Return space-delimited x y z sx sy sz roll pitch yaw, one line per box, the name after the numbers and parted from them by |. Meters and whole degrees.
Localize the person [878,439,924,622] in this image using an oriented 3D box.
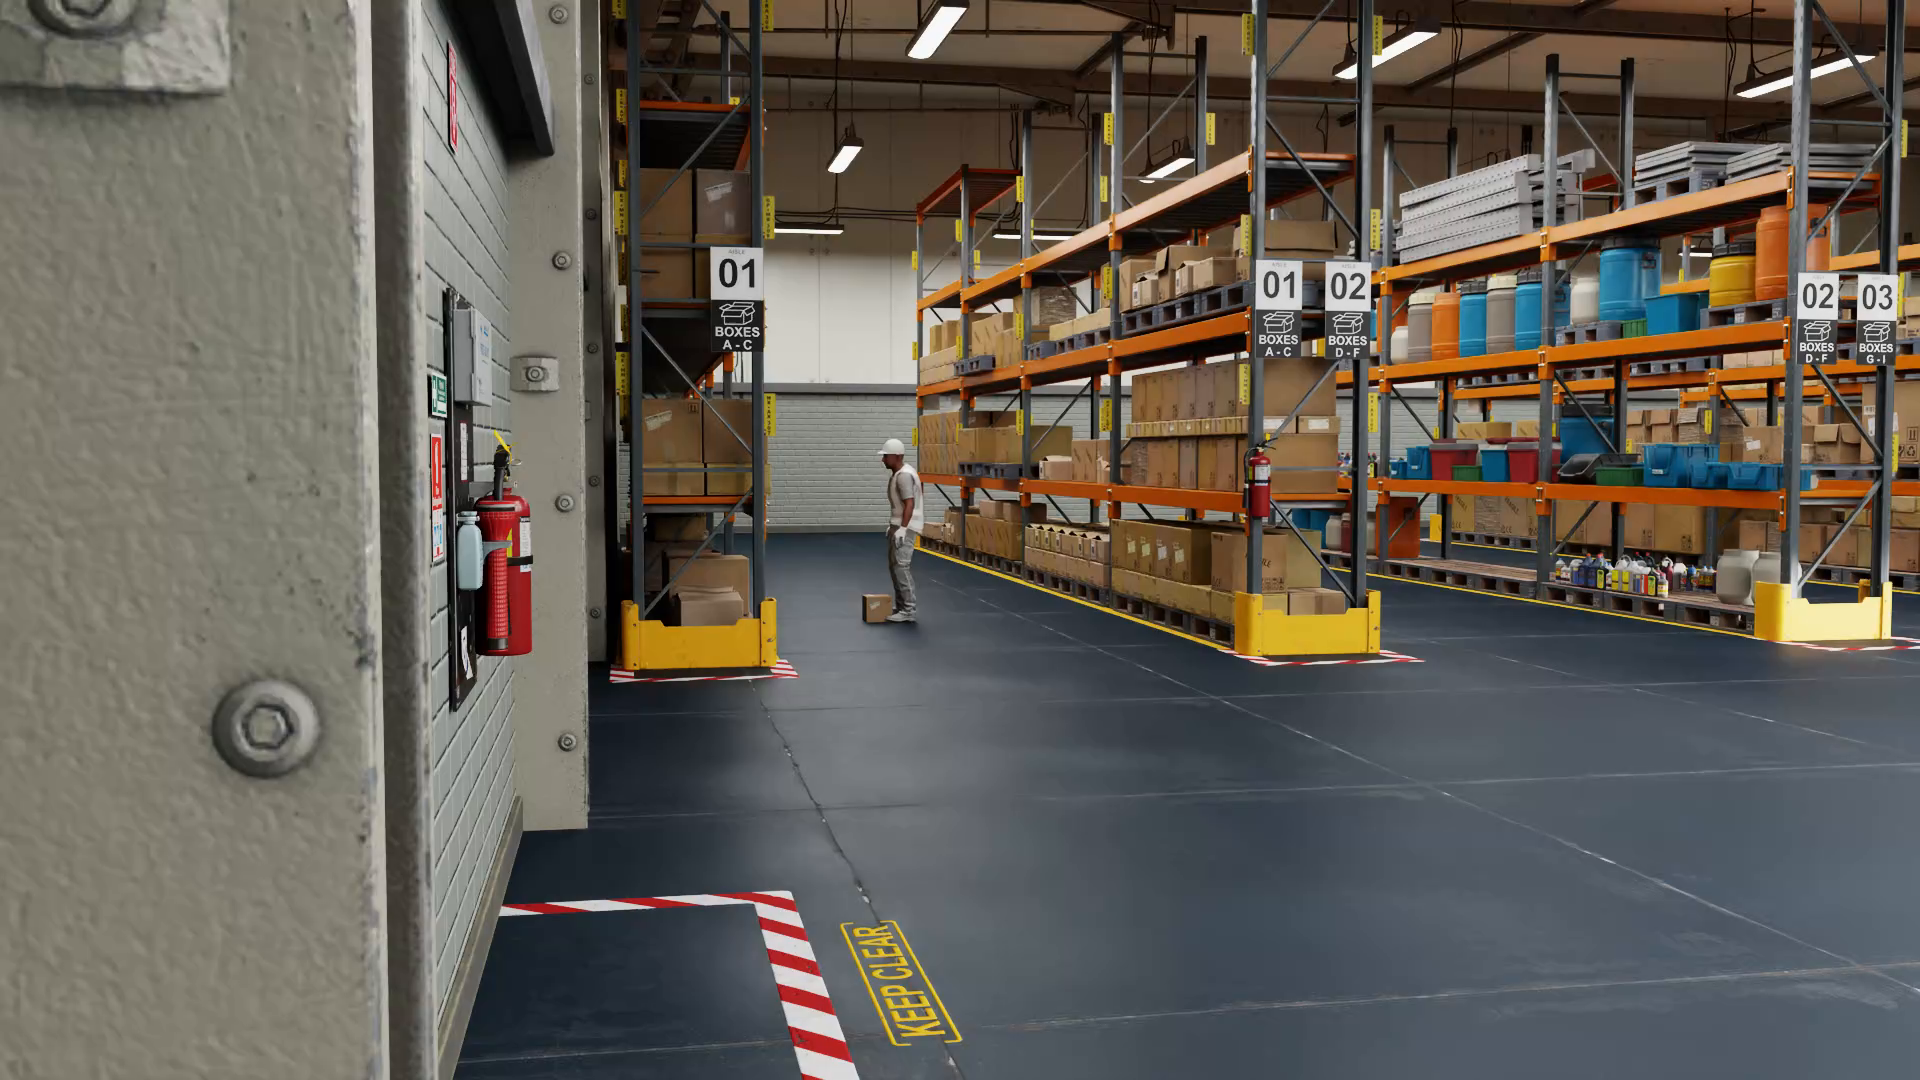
-0.589 -0.095 16.276 0.446 1.775 0.619 -1 3 -11 | person
